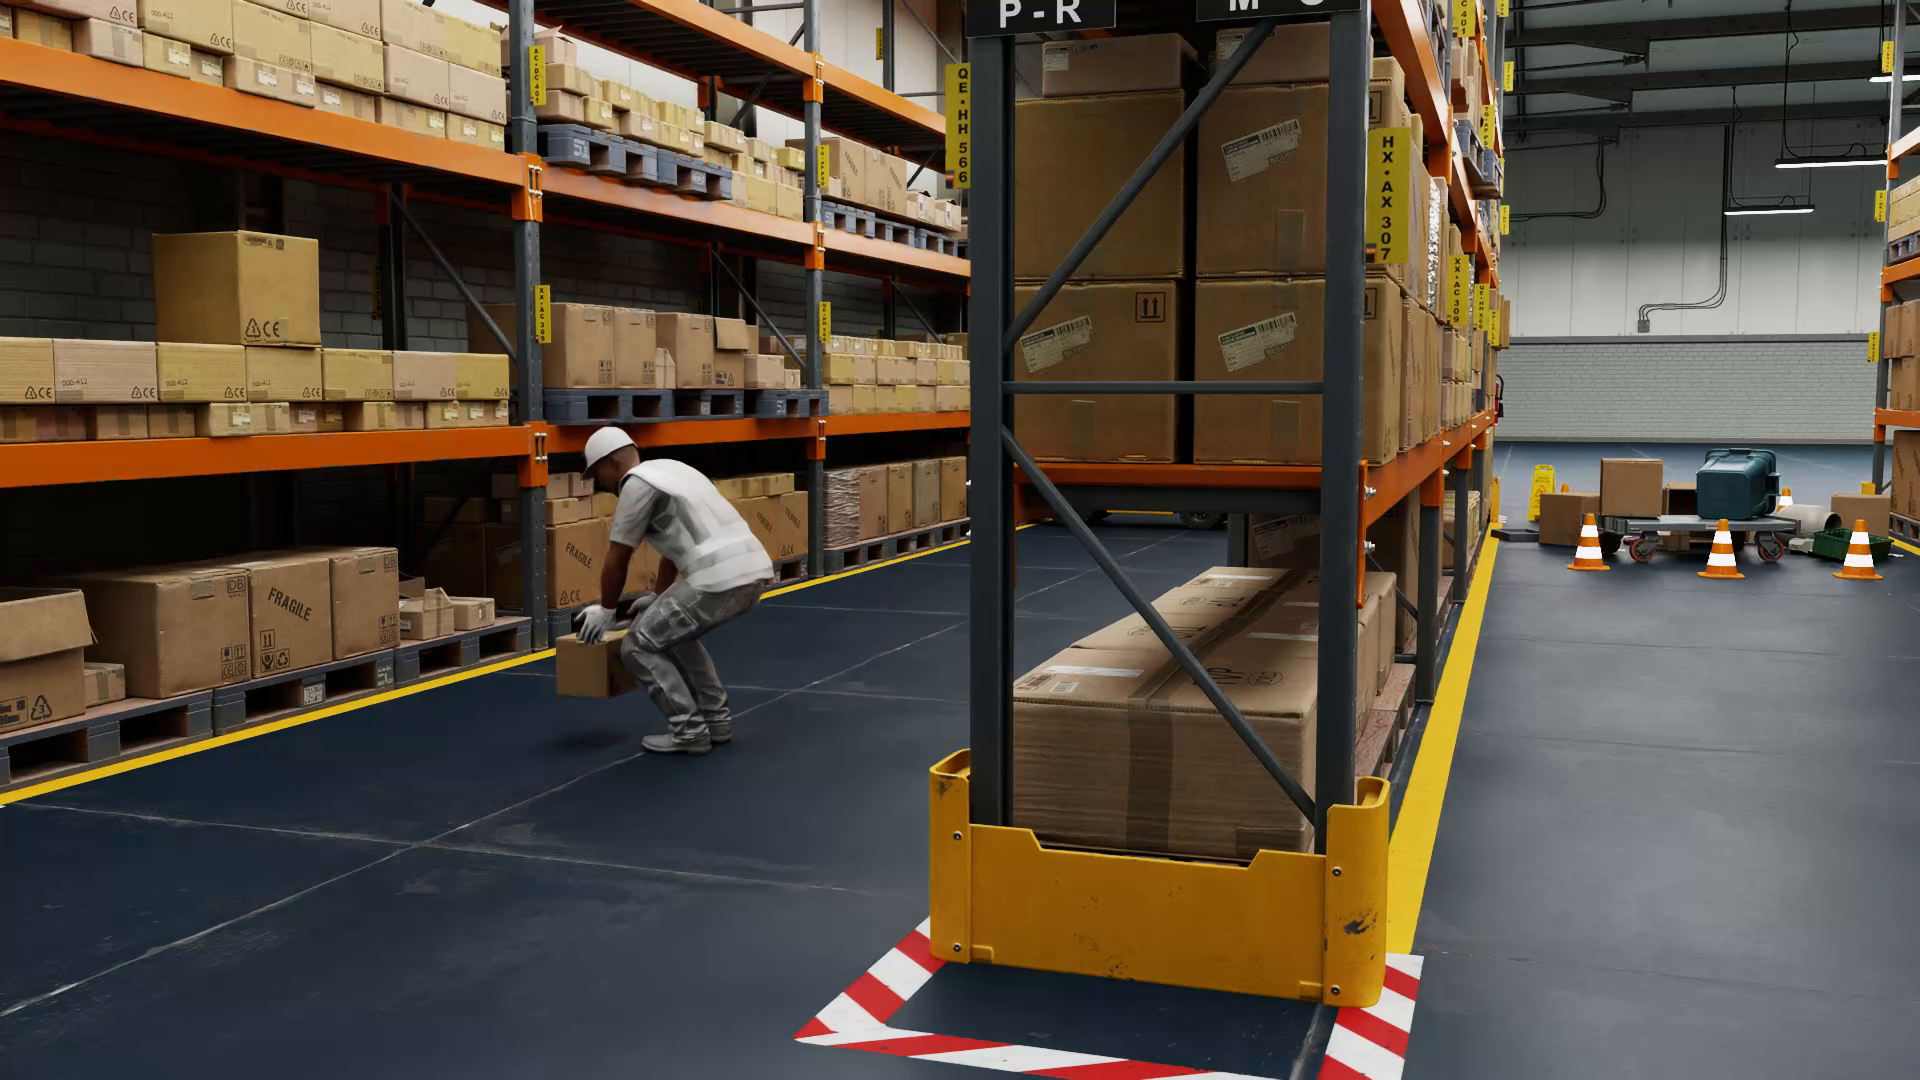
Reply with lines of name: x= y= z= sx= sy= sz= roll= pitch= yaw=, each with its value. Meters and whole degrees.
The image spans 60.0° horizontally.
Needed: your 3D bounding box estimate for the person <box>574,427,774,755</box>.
person: x=-1.205 y=0.204 z=6.979 sx=0.801 sy=1.352 sz=0.613 roll=2 pitch=5 yaw=19
